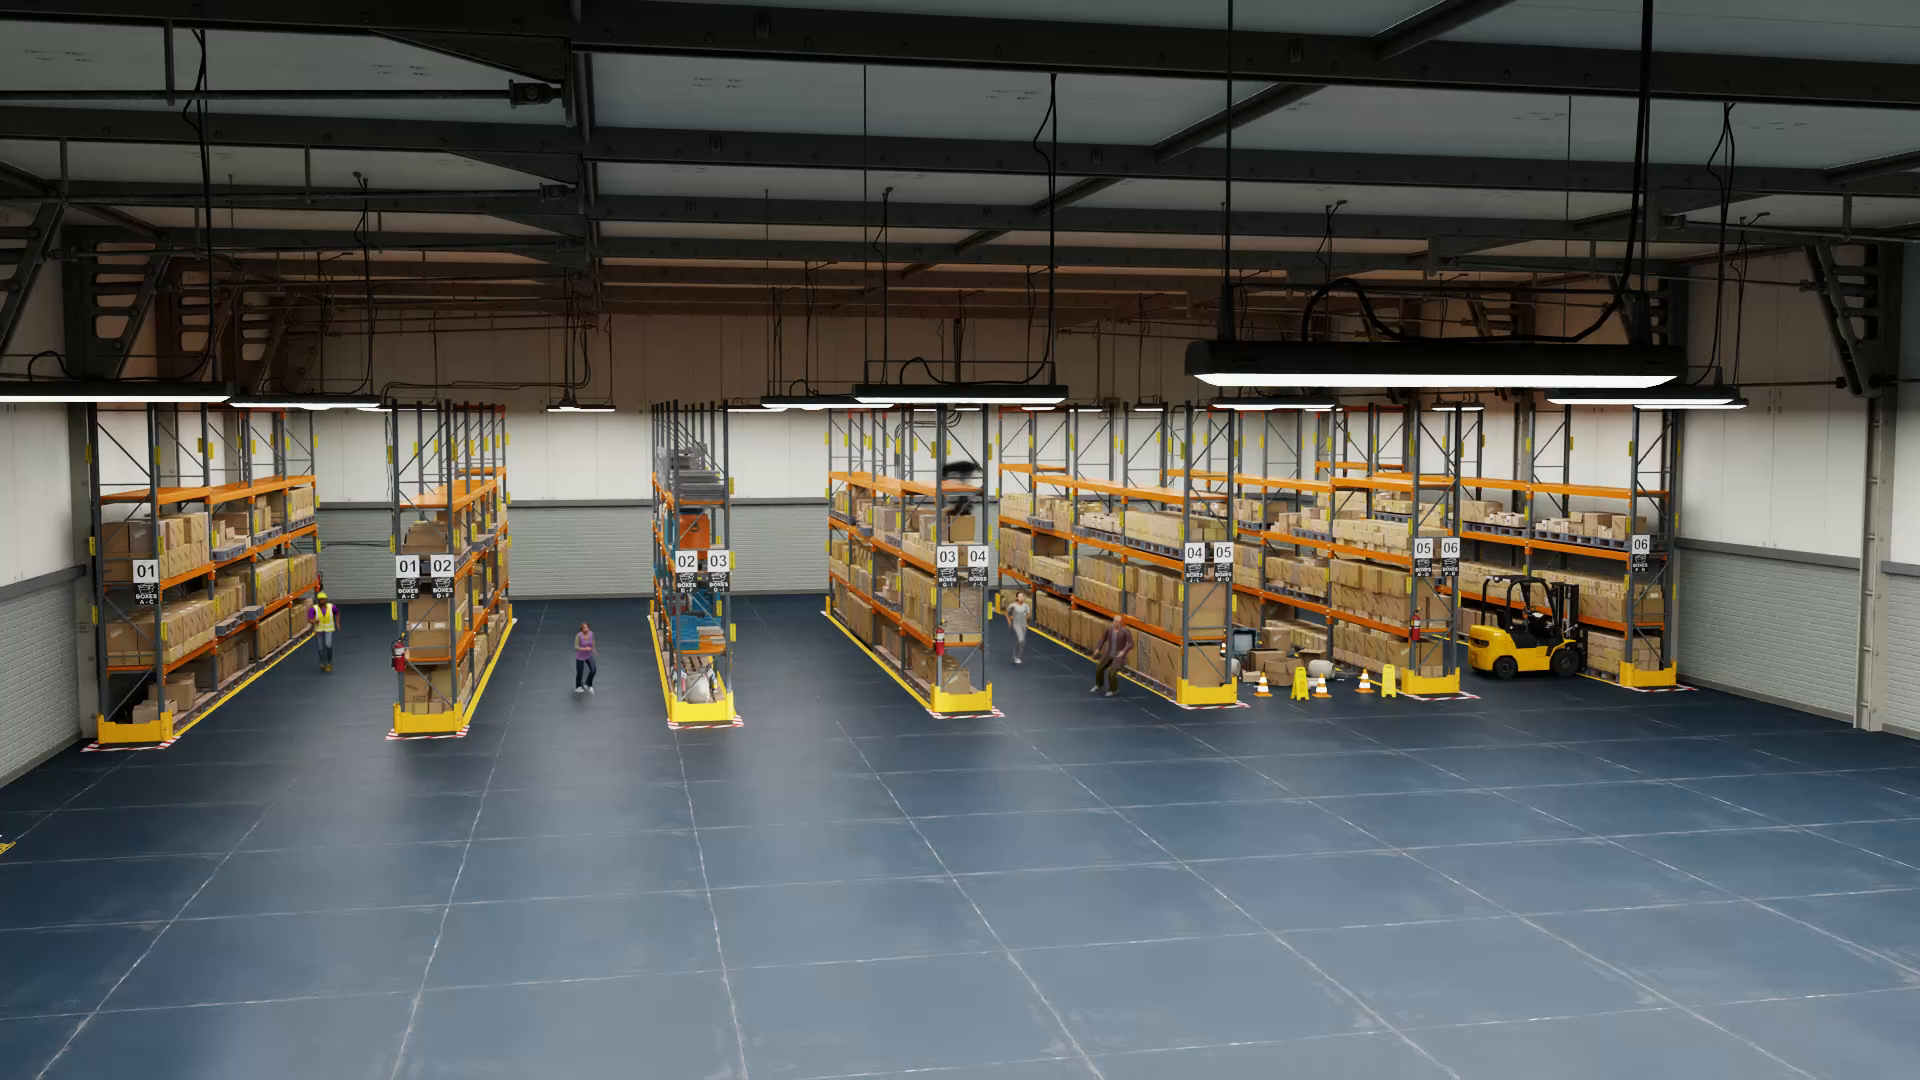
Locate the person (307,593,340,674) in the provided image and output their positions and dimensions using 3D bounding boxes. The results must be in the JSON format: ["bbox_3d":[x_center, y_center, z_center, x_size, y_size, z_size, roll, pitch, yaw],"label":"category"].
[{"bbox_3d":[-14.127,2.064,36.930,0.657,1.811,0.832,-1,5,-17],"label":"person"}]

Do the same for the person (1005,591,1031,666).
[{"bbox_3d":[1.365,2.018,38.099,0.527,1.688,0.699,-2,5,-26],"label":"person"}]

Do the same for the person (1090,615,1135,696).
[{"bbox_3d":[3.087,2.370,33.771,0.957,1.712,0.604,3,5,31],"label":"person"}]

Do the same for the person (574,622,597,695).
[{"bbox_3d":[-7.635,2.453,33.876,0.543,1.414,0.889,-3,5,-32],"label":"person"}]
